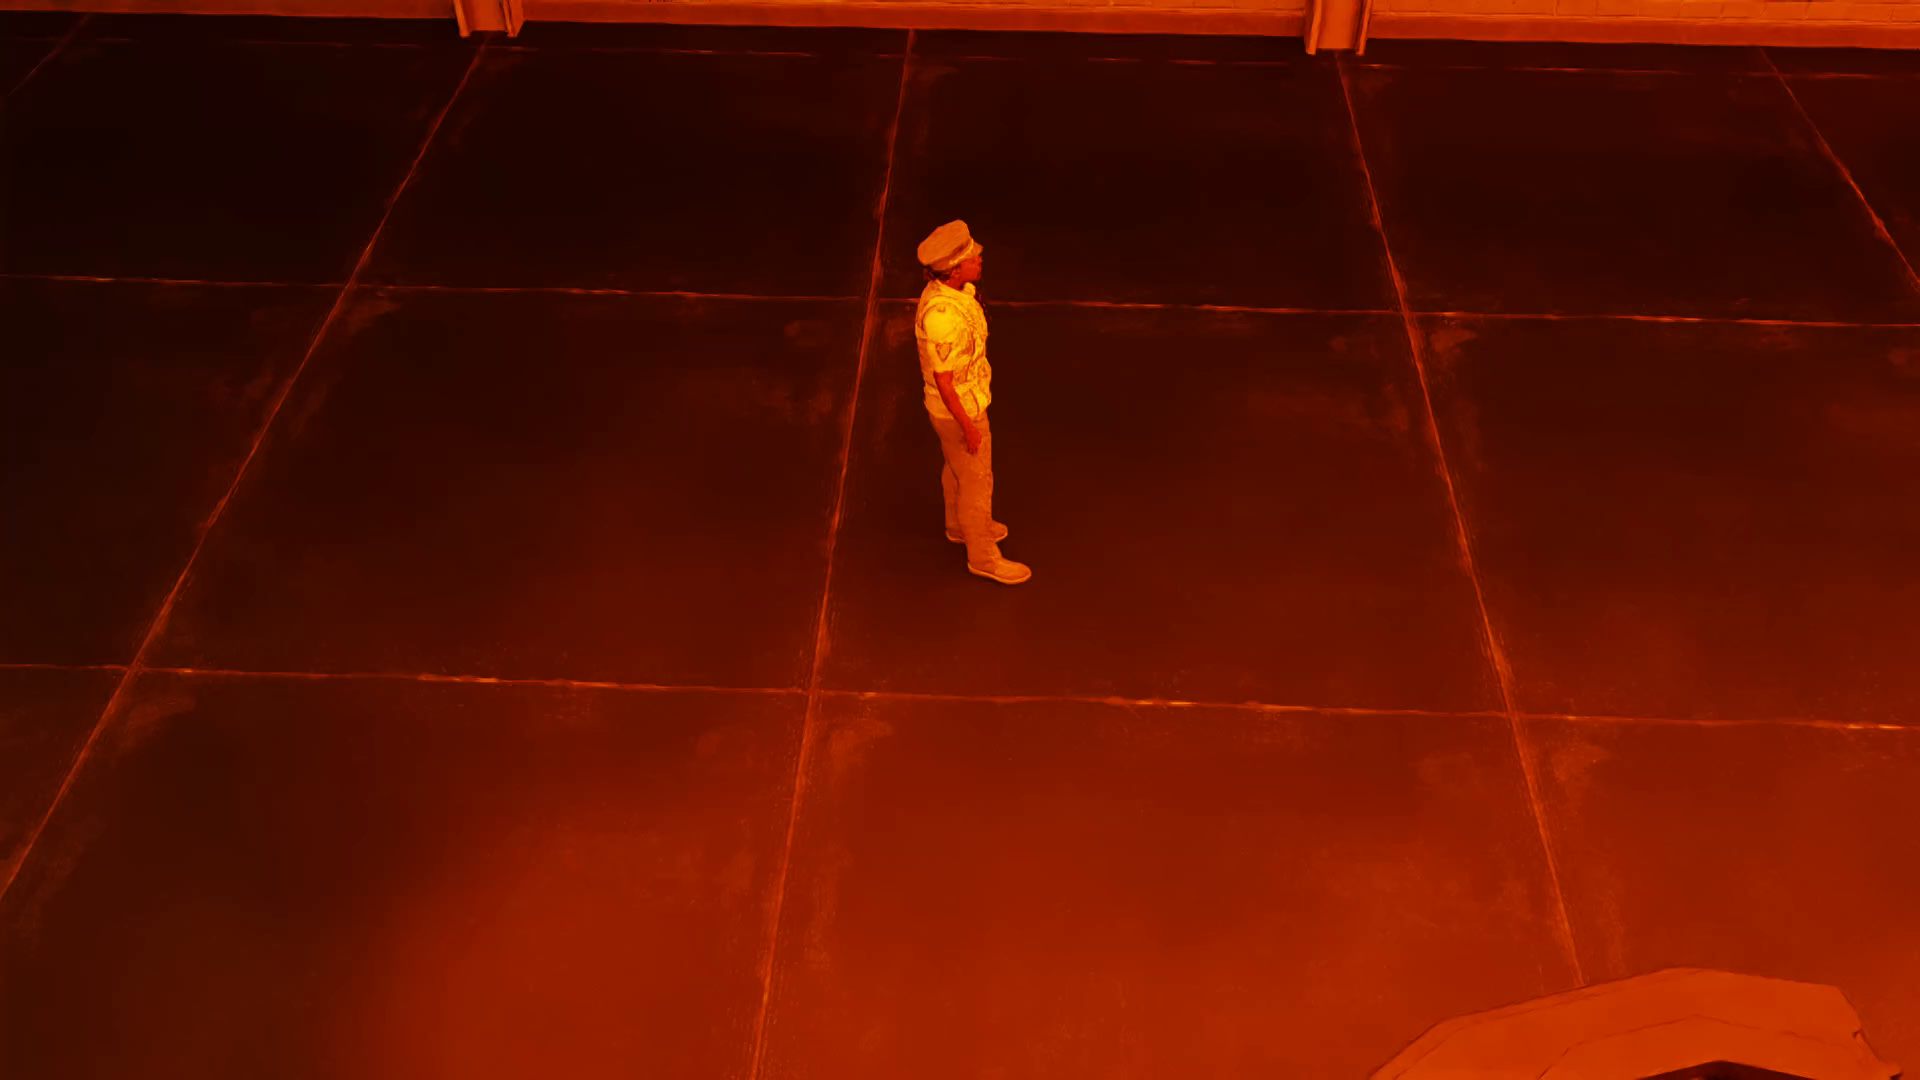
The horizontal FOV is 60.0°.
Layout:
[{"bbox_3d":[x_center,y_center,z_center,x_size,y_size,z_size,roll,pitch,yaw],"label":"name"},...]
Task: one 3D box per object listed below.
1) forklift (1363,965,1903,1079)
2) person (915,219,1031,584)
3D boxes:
[{"bbox_3d":[1.252,2.308,3.214,1.130,2.935,3.031,-9,43,-10],"label":"forklift"},{"bbox_3d":[0.074,-0.615,7.324,0.529,1.693,0.570,2,42,2],"label":"person"}]
